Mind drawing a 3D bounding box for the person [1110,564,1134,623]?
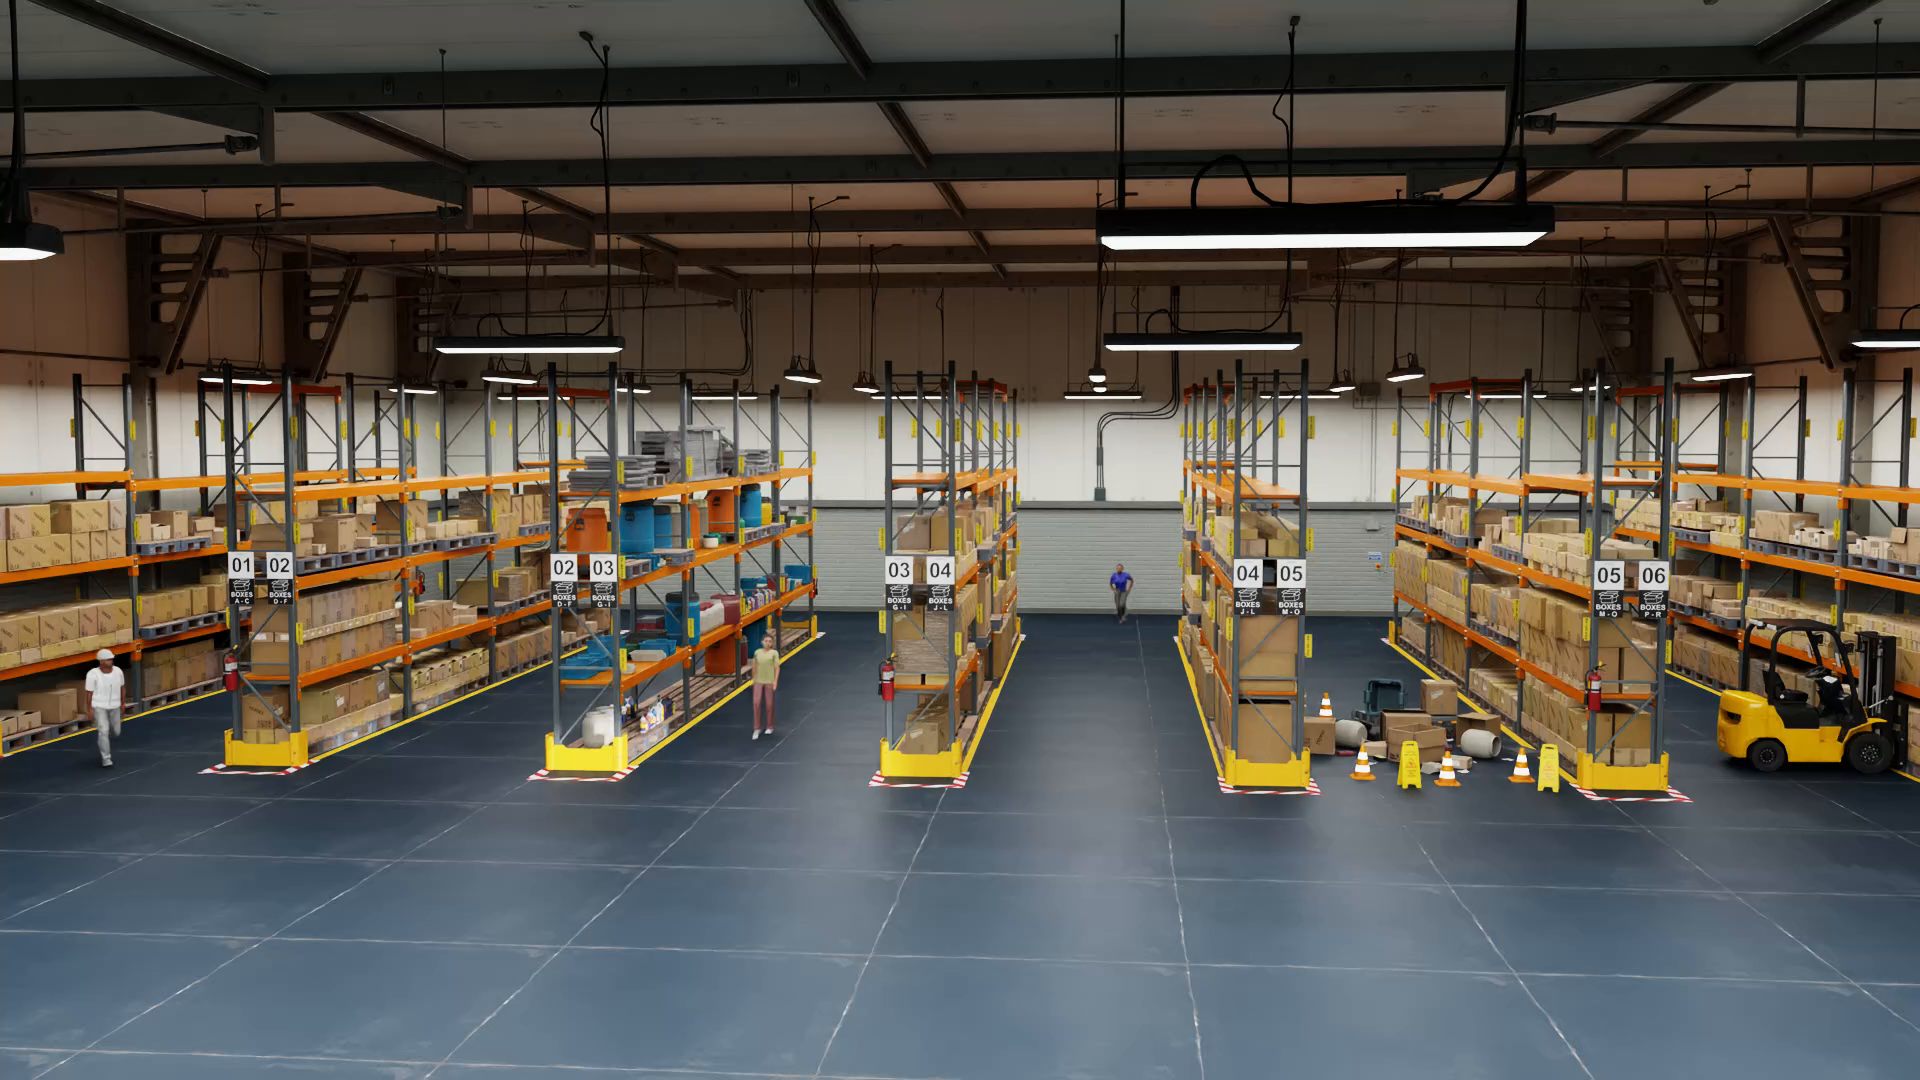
[{"bbox_3d":[4.194,1.389,43.103,0.602,1.567,0.735,1,4,15],"label":"person"}]

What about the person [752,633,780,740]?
[{"bbox_3d":[-3.203,2.390,27.247,0.468,1.692,0.676,0,4,1],"label":"person"}]

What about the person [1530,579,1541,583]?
[{"bbox_3d":[12.867,1.678,37.006,0.609,1.785,0.467,-3,5,-35],"label":"person"}]

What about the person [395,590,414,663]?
[{"bbox_3d":[-11.198,1.896,33.577,0.620,1.778,0.535,1,4,8],"label":"person"}]

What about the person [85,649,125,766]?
[{"bbox_3d":[-12.842,2.488,24.970,0.885,1.737,0.576,4,5,44],"label":"person"}]
